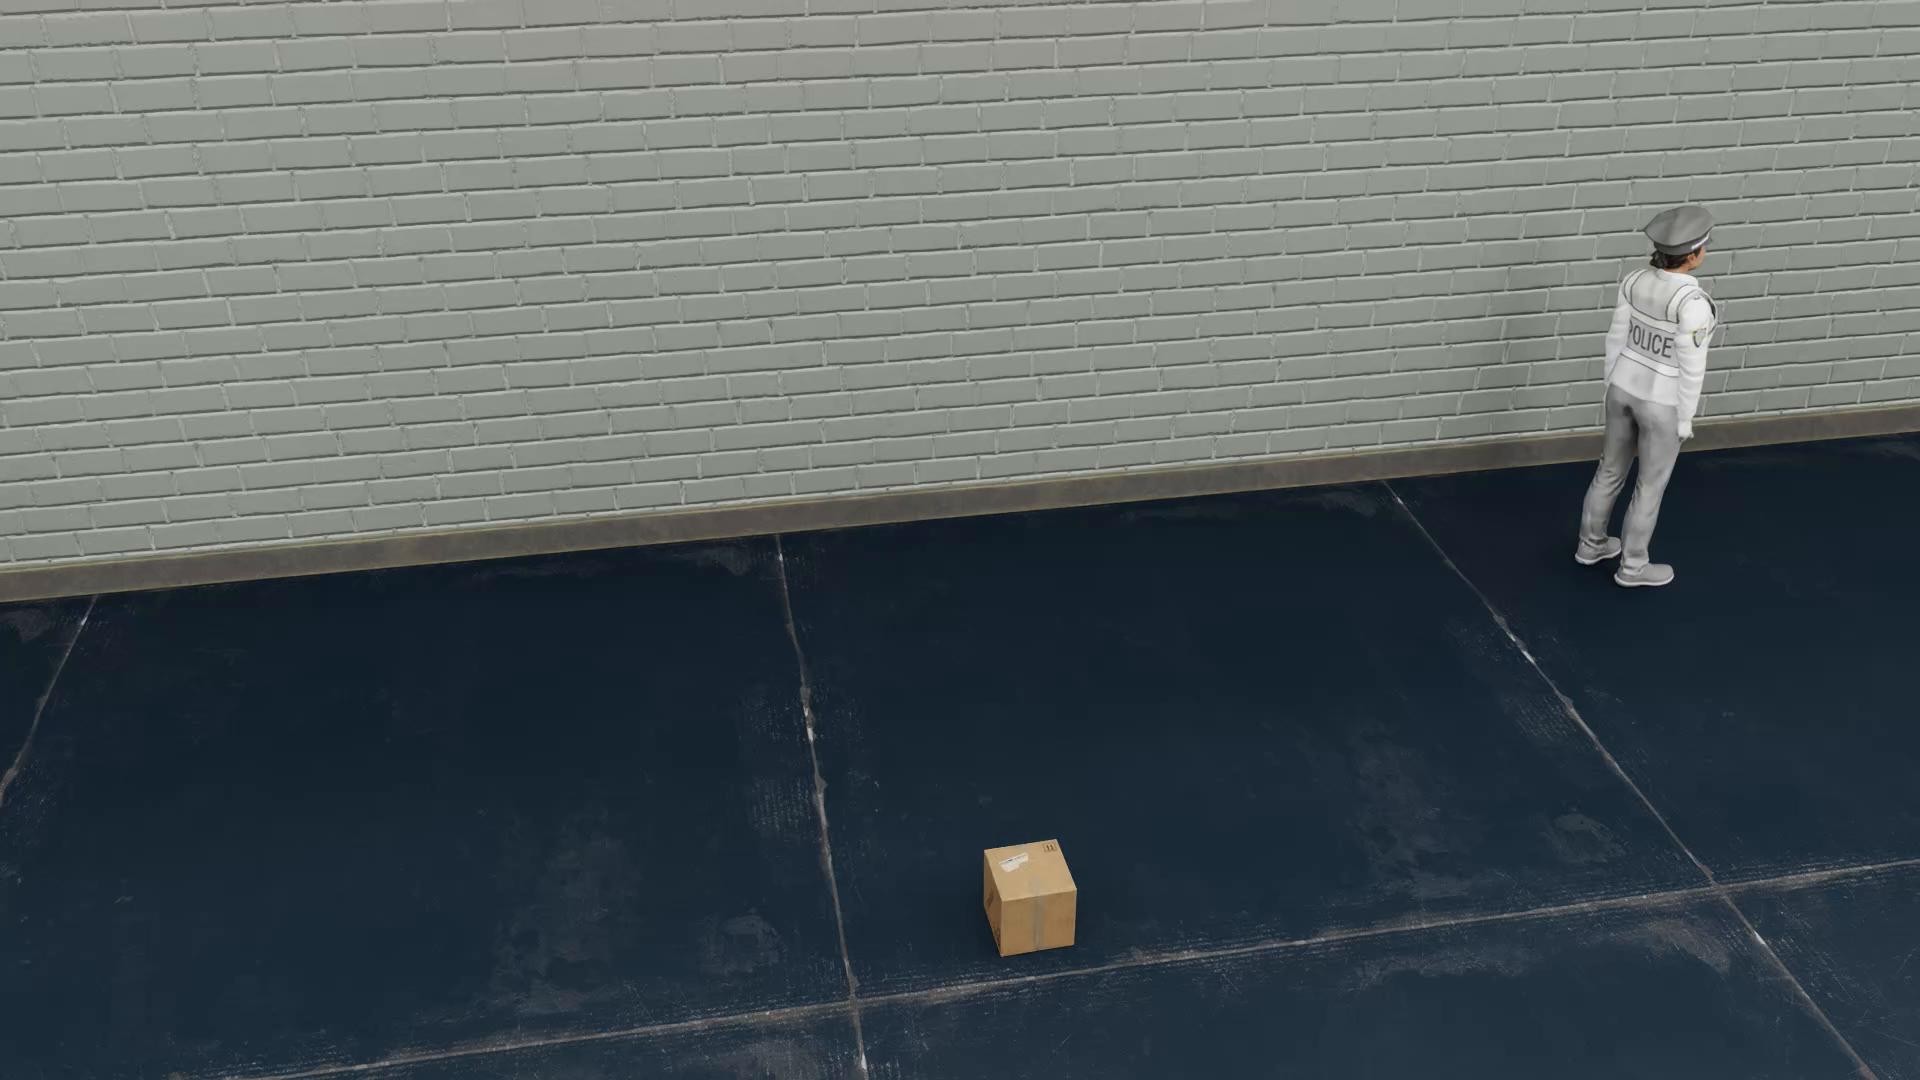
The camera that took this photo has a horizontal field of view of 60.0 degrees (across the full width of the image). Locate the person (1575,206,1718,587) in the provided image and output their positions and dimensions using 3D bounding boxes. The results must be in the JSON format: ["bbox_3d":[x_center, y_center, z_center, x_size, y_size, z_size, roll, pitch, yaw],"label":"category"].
[{"bbox_3d":[2.953,-0.603,7.112,0.354,1.694,0.461,-16,34,-25],"label":"person"}]
